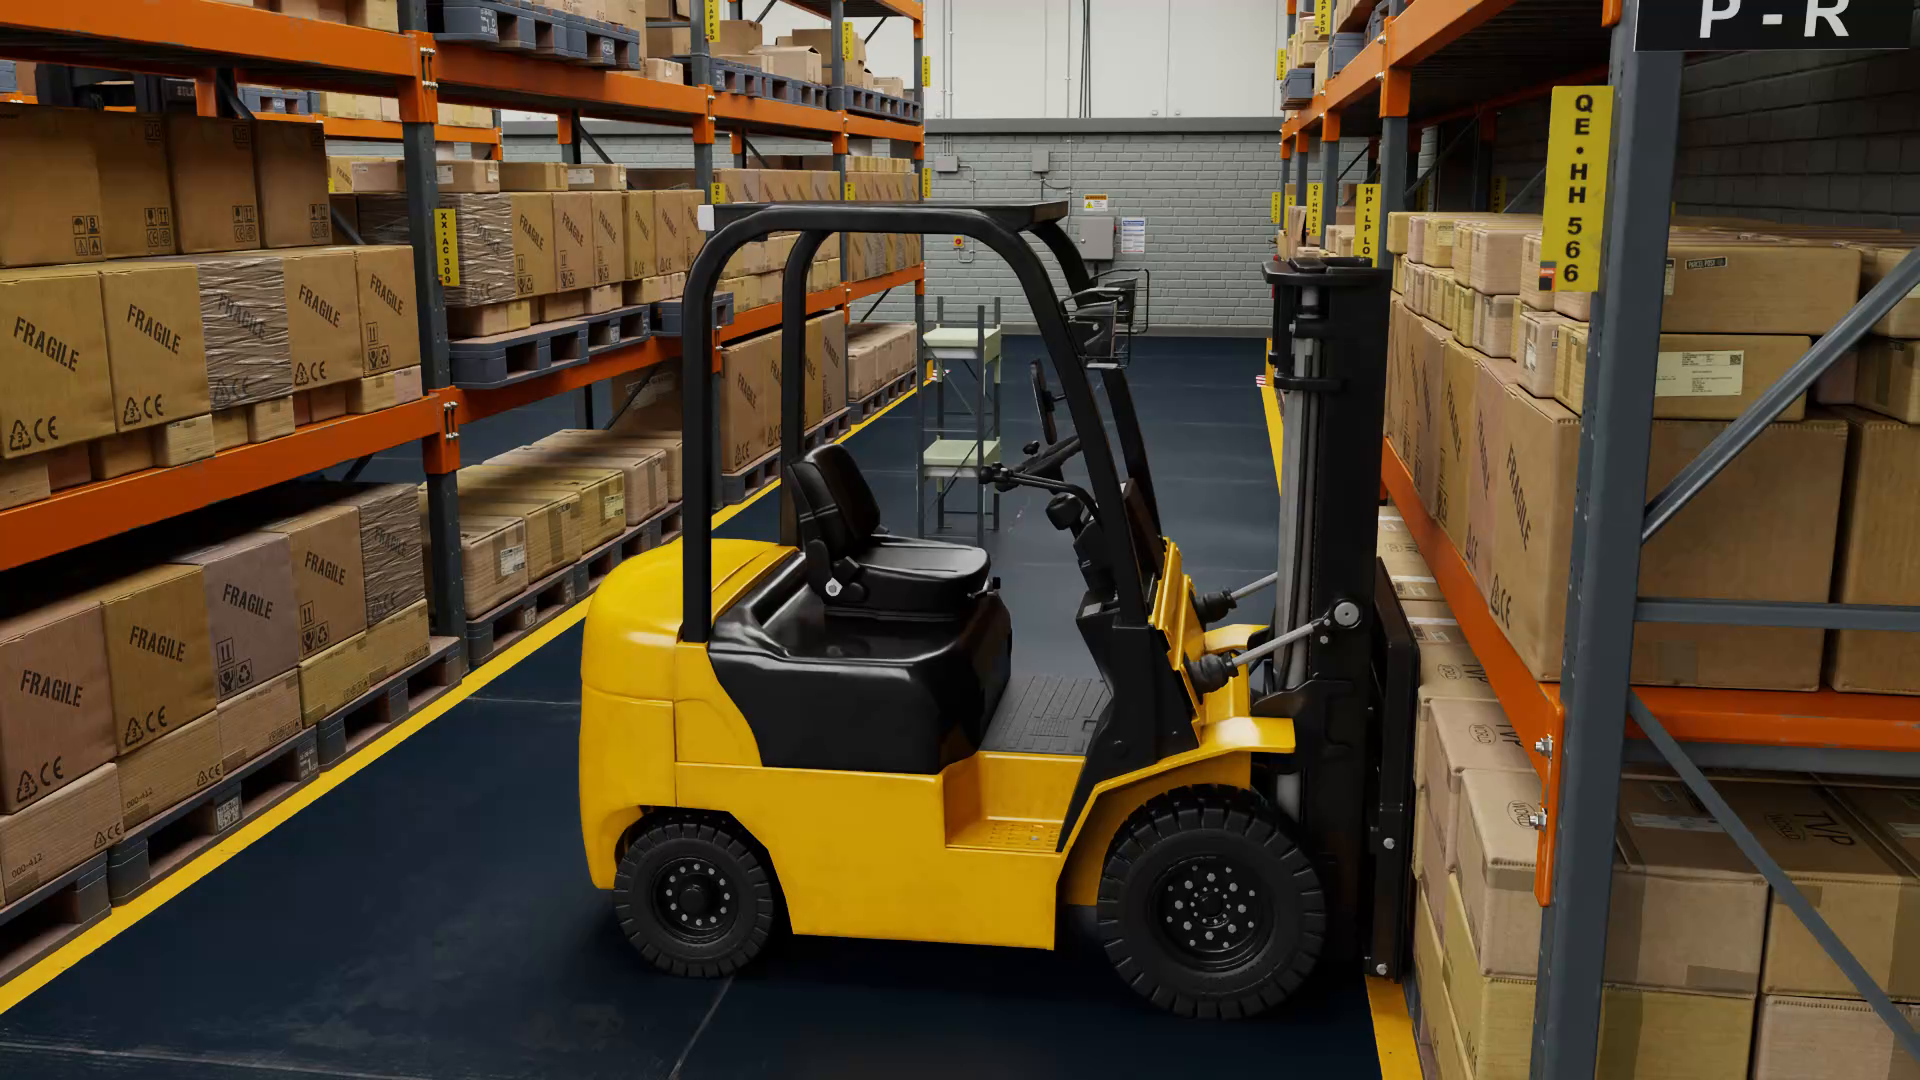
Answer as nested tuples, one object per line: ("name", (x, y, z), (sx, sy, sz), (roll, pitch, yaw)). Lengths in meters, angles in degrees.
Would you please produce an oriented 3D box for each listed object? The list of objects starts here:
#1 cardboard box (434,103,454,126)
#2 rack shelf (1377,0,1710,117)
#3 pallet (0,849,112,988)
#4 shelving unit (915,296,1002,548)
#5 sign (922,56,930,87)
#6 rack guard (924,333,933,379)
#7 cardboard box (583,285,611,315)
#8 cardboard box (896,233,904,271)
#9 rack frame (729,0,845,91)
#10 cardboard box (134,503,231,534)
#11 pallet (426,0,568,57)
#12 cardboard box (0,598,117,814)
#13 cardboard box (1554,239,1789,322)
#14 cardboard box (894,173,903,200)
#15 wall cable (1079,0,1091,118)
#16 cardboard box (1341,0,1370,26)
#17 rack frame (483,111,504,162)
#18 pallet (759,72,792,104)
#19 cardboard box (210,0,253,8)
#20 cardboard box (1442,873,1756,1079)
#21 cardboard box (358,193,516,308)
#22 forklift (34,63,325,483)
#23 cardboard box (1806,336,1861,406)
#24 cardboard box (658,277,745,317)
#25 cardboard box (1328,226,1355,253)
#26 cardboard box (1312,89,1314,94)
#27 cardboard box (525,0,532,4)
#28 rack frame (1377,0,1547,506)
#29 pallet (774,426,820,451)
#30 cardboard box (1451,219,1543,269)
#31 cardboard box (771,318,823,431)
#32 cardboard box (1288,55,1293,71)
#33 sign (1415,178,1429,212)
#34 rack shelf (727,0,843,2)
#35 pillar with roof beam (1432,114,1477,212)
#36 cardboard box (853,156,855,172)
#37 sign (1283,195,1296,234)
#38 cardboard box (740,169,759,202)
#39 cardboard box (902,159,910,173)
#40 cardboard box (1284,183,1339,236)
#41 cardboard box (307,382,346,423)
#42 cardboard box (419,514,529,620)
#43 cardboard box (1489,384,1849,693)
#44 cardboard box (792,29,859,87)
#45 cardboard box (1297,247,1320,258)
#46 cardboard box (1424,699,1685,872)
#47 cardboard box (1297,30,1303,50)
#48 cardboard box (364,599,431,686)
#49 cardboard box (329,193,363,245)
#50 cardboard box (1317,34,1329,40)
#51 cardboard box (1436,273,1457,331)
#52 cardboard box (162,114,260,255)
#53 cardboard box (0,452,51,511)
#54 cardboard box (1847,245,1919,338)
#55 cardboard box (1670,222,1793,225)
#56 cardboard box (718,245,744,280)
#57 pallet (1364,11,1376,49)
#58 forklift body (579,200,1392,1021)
("cardboard box", (-5.788, -4.574, 17.835), (0.500, 0.250, 0.500), (2, 12, 11))
("rack shelf", (1.840, -1.395, 4.433), (1.077, 0.370, 4.000), (2, 12, 9))
("pallet", (-3.201, 1.156, 4.630), (1.003, 0.211, 1.213), (2, 12, 9))
("shelving unit", (-0.001, -0.732, 10.329), (0.431, 1.500, 0.755), (2, 12, 9))
("sign", (-0.378, -5.194, 18.443), (0.100, 0.325, 0.005), (2, 12, 9))
("rack guard", (-0.908, -2.138, 19.225), (1.175, 0.500, 0.348), (2, 12, 9))
("cardboard box", (-2.132, -1.314, 9.071), (0.380, 0.149, 0.250), (2, 12, 11))
("cardboard box", (-0.886, -3.083, 17.442), (0.500, 0.500, 0.500), (2, 12, 10))
("rack frame", (-1.527, -5.454, 14.443), (1.000, 3.000, 0.127), (2, 12, 9))
("cardboard box", (-3.185, 0.142, 6.466), (0.500, 0.500, 0.500), (2, 12, 11))
("pallet", (-2.557, -2.356, 7.632), (1.213, 0.211, 1.003), (2, 12, 9))
("cardboard box", (-2.896, 0.476, 4.917), (0.500, 0.500, 0.500), (1, 12, 7))
("cardboard box", (1.387, -0.509, 3.252), (0.380, 0.149, 0.250), (2, 12, 9))
("cardboard box", (-0.881, -3.571, 17.335), (0.500, 0.500, 0.500), (2, 12, 8))
("wall cable", (3.174, -7.376, 23.269), (2.988, 3.039, 0.133), (2, 12, 9))
("cardboard box", (2.432, -3.047, 8.922), (0.700, 0.500, 0.500), (2, 12, 8))
("rack frame", (-5.818, -3.494, 19.585), (1.000, 3.000, 0.127), (2, 12, 9))
("pallet", (-1.926, -3.432, 12.626), (1.003, 0.211, 1.213), (2, 12, 11))
("cardboard box", (-2.677, -1.911, 5.715), (0.380, 0.149, 0.250), (2, 12, 10))
("cardboard box", (1.299, 0.919, 3.451), (0.500, 0.250, 0.500), (2, 12, 8))
("cardboard box", (-2.402, -1.344, 7.671), (0.500, 0.500, 0.500), (2, 12, 10))
("forklift", (-5.126, -1.307, 9.603), (1.130, 2.935, 3.031), (3, 13, 15))
("cardboard box", (1.816, -0.345, 3.199), (0.380, 0.149, 0.250), (2, 12, 9))
("cardboard box", (-1.818, -1.710, 11.662), (0.500, 0.250, 0.500), (2, 12, 8))
("cardboard box", (2.383, -1.783, 9.868), (0.380, 0.149, 0.250), (2, 12, 10))
("cardboard box", (3.205, -4.009, 14.504), (0.500, 0.250, 0.500), (2, 12, 9))
("cardboard box", (-2.271, -2.563, 7.507), (0.500, 0.250, 0.500), (2, 12, 7))
("rack frame", (2.148, -0.696, 6.605), (1.000, 3.000, 0.127), (2, 12, 9))
("pallet", (-1.756, -0.741, 13.430), (1.003, 0.211, 1.213), (2, 12, 9))
("cardboard box", (1.686, -0.880, 4.975), (0.380, 0.149, 0.250), (2, 12, 8))
("cardboard box", (-1.674, -1.368, 13.770), (0.875, 0.875, 0.875), (2, 12, 10))
("cardboard box", (2.865, -3.857, 13.514), (0.380, 0.149, 0.250), (2, 12, 9))
("sign", (3.927, -2.911, 14.130), (0.100, 0.325, 0.005), (2, 12, 9))
("rack shelf", (-1.834, -4.491, 12.629), (1.077, 0.370, 4.000), (2, 12, 9))
("pillar with roof beam", (0.122, -5.550, 14.884), (9.100, 9.000, 0.400), (2, 12, 9))
("cardboard box", (-1.201, -3.542, 15.660), (0.380, 0.149, 0.250), (2, 12, 8))
("sign", (2.841, -2.801, 14.315), (0.100, 0.325, 0.005), (2, 12, 9))
("cardboard box", (-1.758, -2.425, 12.016), (0.500, 0.500, 0.500), (2, 12, 9))
("cardboard box", (-0.741, -4.018, 17.867), (0.380, 0.149, 0.250), (2, 12, 8))
("cardboard box", (3.427, -3.235, 16.255), (0.500, 0.500, 0.500), (2, 12, 10))
("cardboard box", (-2.654, -0.553, 6.535), (0.380, 0.149, 0.250), (2, 12, 9))
("cardboard box", (-2.679, 0.114, 8.087), (0.950, 0.372, 0.625), (2, 12, 9))
("cardboard box", (1.349, -0.024, 3.245), (0.500, 0.500, 0.500), (2, 12, 7))
("cardboard box", (-1.229, -4.407, 15.230), (0.500, 0.500, 0.500), (2, 12, 10))
("cardboard box", (2.606, -1.891, 11.508), (0.500, 0.250, 0.500), (1, 12, 6))
("cardboard box", (1.368, 0.574, 3.867), (0.500, 0.250, 0.500), (2, 12, 10))
("cardboard box", (2.834, -3.893, 12.974), (0.380, 0.149, 0.250), (2, 12, 8))
("cardboard box", (-2.583, 0.414, 6.981), (0.500, 0.250, 0.500), (2, 12, 11))
("cardboard box", (-2.913, -1.360, 7.742), (0.500, 0.500, 0.500), (2, 12, 8))
("cardboard box", (2.723, -3.614, 11.725), (0.380, 0.149, 0.250), (2, 12, 9))
("cardboard box", (1.582, -0.683, 4.767), (0.380, 0.149, 0.250), (2, 12, 7))
("cardboard box", (-3.139, -1.349, 6.318), (0.700, 0.500, 0.500), (2, 12, 9))
("cardboard box", (-2.879, -0.177, 4.790), (0.380, 0.149, 0.250), (2, 12, 10))
("cardboard box", (1.796, -0.438, 2.923), (0.380, 0.149, 0.250), (2, 12, 8))
("cardboard box", (2.099, -0.814, 4.669), (0.380, 0.149, 0.250), (2, 12, 10))
("cardboard box", (-1.820, -1.958, 11.627), (0.500, 0.250, 0.500), (2, 12, 8))
("pallet", (2.578, -2.526, 8.423), (1.003, 0.211, 1.213), (2, 12, 11))
("forklift body", (0.022, 0.097, 4.936), (2.313, 2.155, 1.214), (2, 12, 9))
